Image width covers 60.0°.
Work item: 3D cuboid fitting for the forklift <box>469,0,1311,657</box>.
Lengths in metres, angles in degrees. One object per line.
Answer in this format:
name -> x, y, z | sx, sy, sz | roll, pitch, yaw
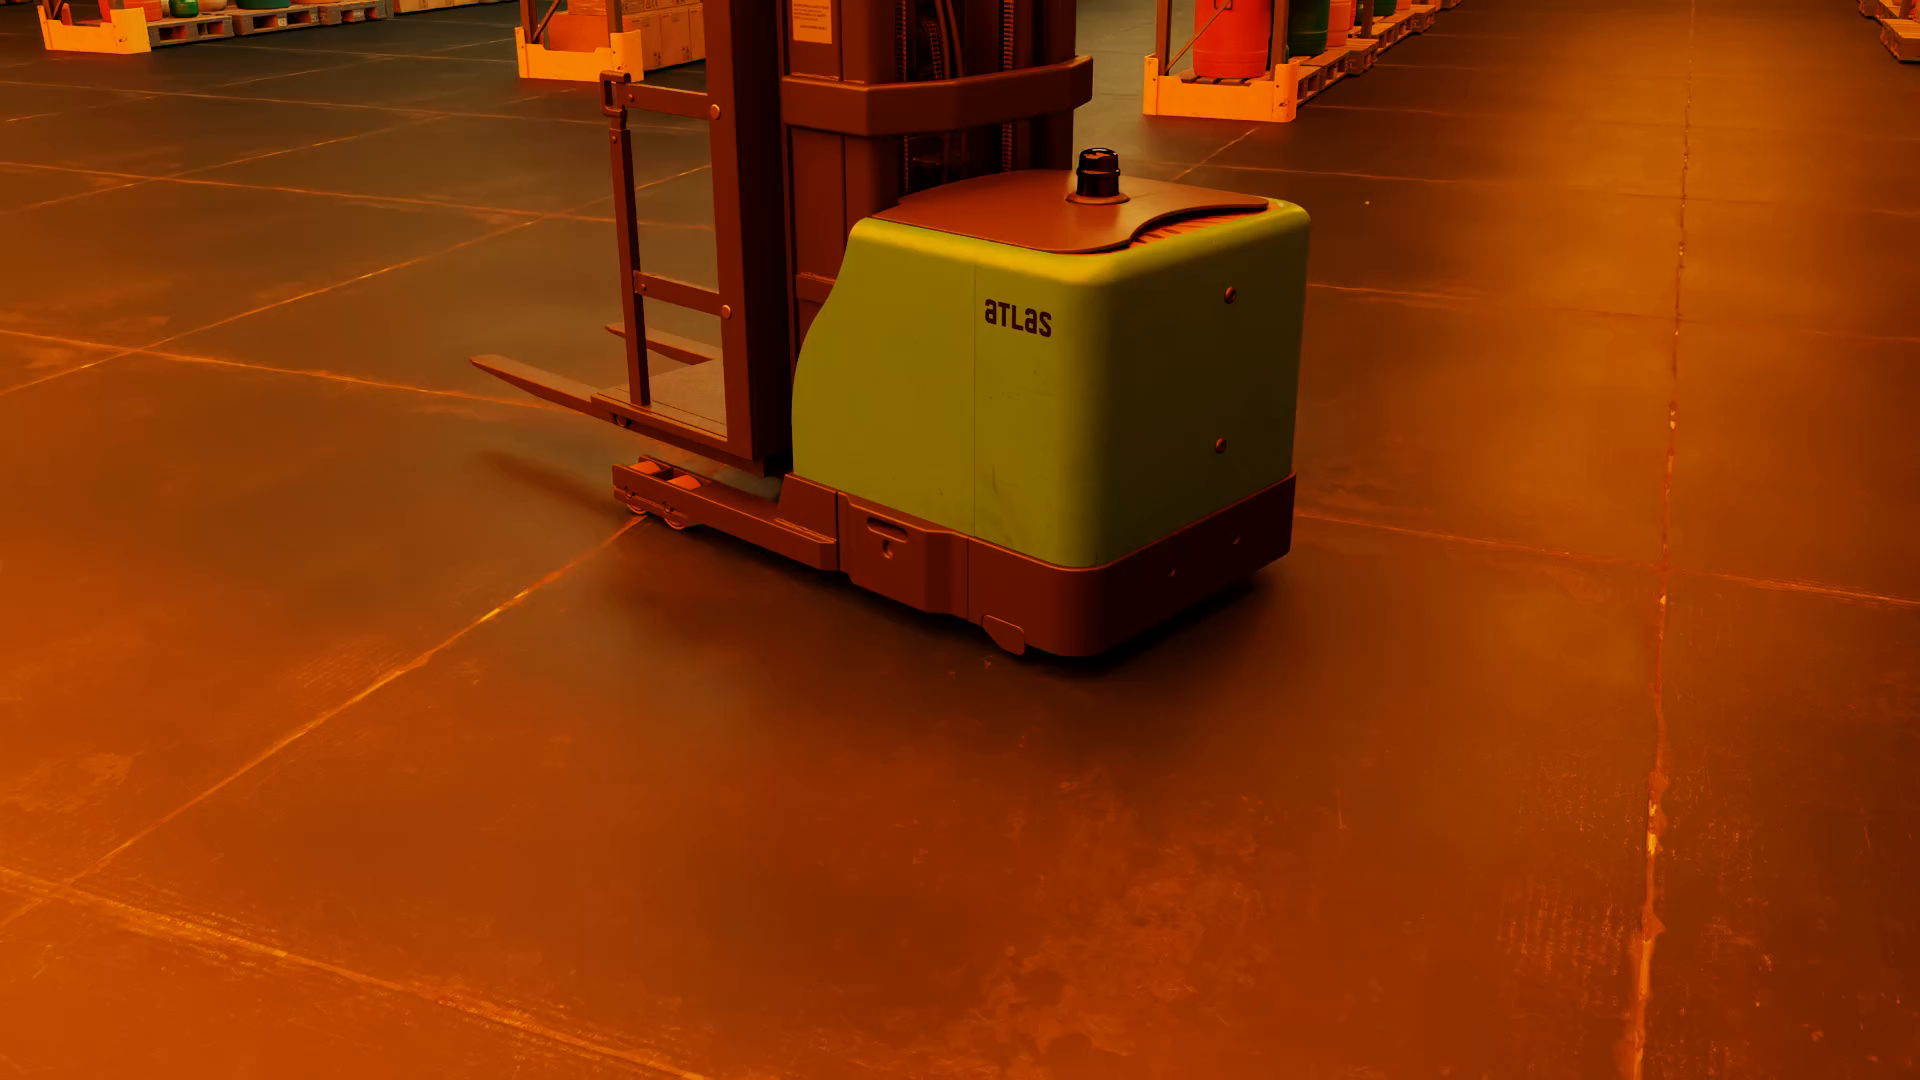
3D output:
forklift -> -0.464, -1.516, 4.919 | 3.031, 2.935, 1.130 | 19, 30, 38
